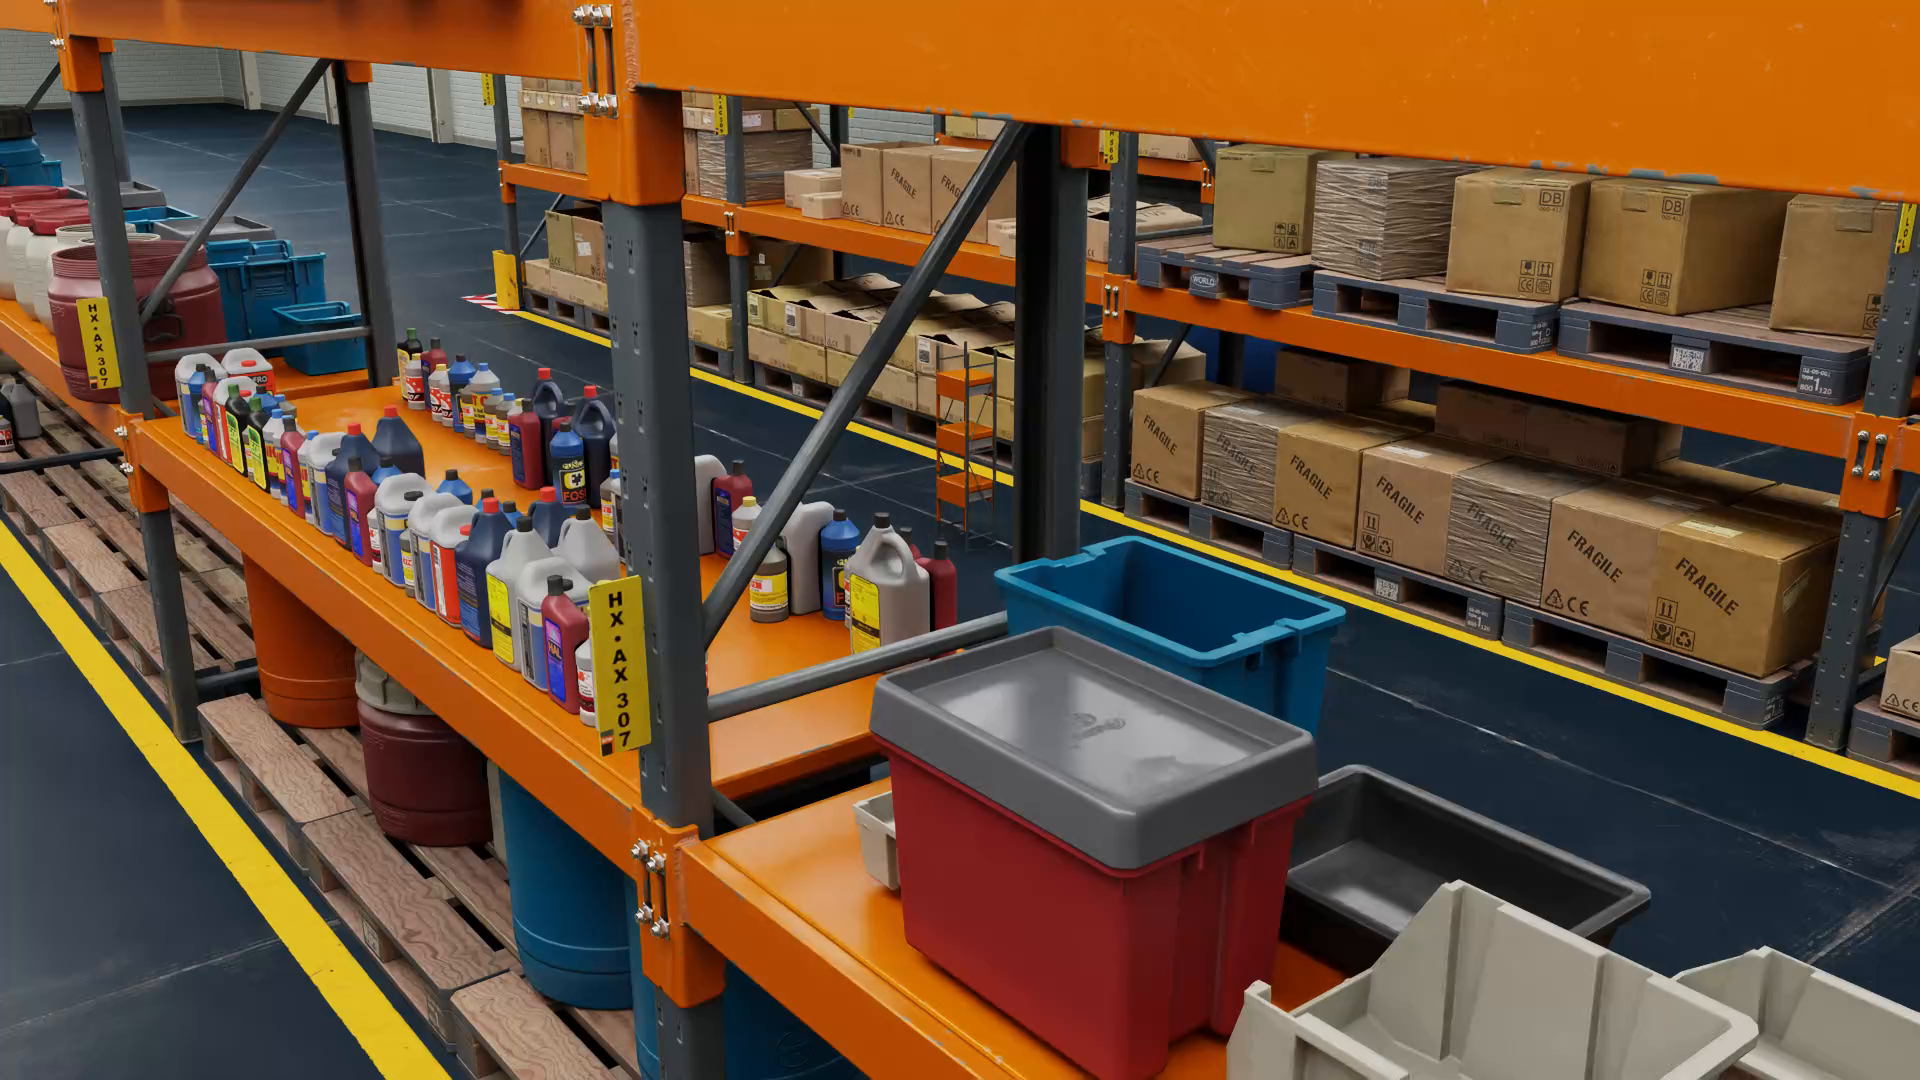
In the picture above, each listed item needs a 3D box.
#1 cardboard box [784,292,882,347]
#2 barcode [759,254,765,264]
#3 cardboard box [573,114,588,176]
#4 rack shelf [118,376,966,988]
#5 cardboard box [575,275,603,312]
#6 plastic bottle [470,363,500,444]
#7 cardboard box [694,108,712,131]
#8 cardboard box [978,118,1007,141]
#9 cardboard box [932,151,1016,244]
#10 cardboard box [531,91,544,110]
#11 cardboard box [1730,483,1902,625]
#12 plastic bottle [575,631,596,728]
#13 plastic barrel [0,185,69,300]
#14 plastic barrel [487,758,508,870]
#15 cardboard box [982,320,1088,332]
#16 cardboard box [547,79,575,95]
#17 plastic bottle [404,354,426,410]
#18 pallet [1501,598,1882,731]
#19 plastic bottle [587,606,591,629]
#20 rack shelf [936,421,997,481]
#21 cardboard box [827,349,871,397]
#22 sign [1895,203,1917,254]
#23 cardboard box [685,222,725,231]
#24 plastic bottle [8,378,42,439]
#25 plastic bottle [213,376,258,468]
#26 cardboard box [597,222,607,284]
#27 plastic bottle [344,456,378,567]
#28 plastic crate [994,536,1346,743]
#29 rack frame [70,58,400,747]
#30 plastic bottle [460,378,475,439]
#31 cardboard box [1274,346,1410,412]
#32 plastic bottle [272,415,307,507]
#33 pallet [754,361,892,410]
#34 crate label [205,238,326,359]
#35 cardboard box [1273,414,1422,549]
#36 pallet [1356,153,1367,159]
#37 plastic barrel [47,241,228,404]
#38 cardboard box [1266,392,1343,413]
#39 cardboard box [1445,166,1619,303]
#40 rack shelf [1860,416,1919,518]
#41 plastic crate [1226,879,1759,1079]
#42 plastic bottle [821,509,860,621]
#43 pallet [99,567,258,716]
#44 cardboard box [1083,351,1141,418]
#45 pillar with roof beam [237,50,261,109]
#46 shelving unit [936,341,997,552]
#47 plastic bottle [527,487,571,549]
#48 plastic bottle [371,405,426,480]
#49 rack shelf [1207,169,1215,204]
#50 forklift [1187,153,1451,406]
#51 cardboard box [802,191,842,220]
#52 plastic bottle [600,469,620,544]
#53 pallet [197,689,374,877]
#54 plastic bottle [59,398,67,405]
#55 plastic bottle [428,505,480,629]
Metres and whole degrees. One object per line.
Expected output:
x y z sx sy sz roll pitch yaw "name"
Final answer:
-0.887 -1.572 11.652 0.500 0.311 0.500 -14 23 -37 "cardboard box"
-1.423 -2.020 11.941 0.001 0.075 0.075 -14 23 -36 "barcode"
-2.825 -3.350 14.049 0.700 0.500 0.500 -14 23 -36 "cardboard box"
-1.415 0.099 4.935 1.077 0.370 4.000 -14 23 -36 "rack shelf"
-2.957 -2.145 14.274 0.500 0.250 0.500 -14 23 -36 "cardboard box"
-1.629 -0.473 5.723 0.097 0.271 0.097 0 18 0 "plastic bottle"
-1.744 -3.128 12.347 0.380 0.149 0.250 -15 23 -37 "cardboard box"
0.530 -4.271 17.195 0.500 0.250 0.500 -15 23 -38 "cardboard box"
0.174 -2.158 10.450 0.500 0.500 0.500 -16 24 -39 "cardboard box"
-3.498 -3.824 14.449 0.380 0.149 0.250 -15 23 -37 "cardboard box"
3.603 0.096 7.078 0.500 0.500 0.500 -15 24 -39 "cardboard box"
-0.765 0.288 3.538 0.097 0.201 0.097 0 18 0 "plastic bottle"
-4.718 -1.507 8.424 0.433 0.535 0.433 0 18 0 "plastic barrel"
-1.218 0.764 5.073 0.421 0.512 0.421 0 18 0 "plastic barrel"
0.486 -1.301 10.835 0.500 0.311 0.500 -15 23 -38 "cardboard box"
-3.095 -4.076 14.178 0.700 0.500 0.500 -15 23 -38 "cardboard box"
-2.014 -0.592 6.195 0.097 0.201 0.097 0 18 0 "plastic bottle"
3.177 0.416 7.272 1.003 0.211 1.213 -14 23 -36 "pallet"
-0.800 0.243 3.673 0.097 0.201 0.097 0 18 0 "plastic bottle"
0.033 -0.475 8.661 0.215 0.259 0.240 -14 23 -36 "rack shelf"
-0.559 -1.179 11.359 0.500 0.250 0.500 -15 23 -38 "cardboard box"
3.279 -1.156 5.738 0.100 0.325 0.005 -14 23 -36 "sign"
-1.919 -2.358 13.726 0.500 0.500 0.500 -14 23 -36 "cardboard box"
-5.653 -0.802 10.028 0.144 0.351 0.185 -14 23 -36 "plastic bottle"
-2.354 -0.392 5.473 0.152 0.276 0.135 -14 23 -36 "plastic bottle"
-2.651 -2.376 13.780 0.500 0.500 0.500 -14 23 -36 "cardboard box"
-1.618 -0.081 4.520 0.061 0.283 0.133 -14 23 -36 "plastic bottle"
0.384 0.278 3.180 0.392 0.384 0.575 -14 23 -36 "plastic crate"
-2.657 -0.735 6.310 1.000 3.000 0.127 -14 23 -36 "rack frame"
-1.689 -0.463 5.806 0.097 0.201 0.097 0 18 0 "plastic bottle"
2.031 -0.881 8.836 0.500 0.250 0.500 -13 22 -34 "cardboard box"
-2.017 -0.242 5.028 0.097 0.271 0.097 0 18 0 "plastic bottle"
-0.767 -1.189 12.117 1.003 0.211 1.213 -14 23 -36 "pallet"
-3.062 -1.049 7.203 0.502 0.435 0.616 -14 23 -36 "crate label"
1.924 -0.303 8.281 0.500 0.500 0.500 -14 23 -37 "cardboard box"
3.848 -3.057 13.629 1.003 0.211 1.213 -14 23 -36 "pallet"
-3.182 -0.855 6.455 0.600 0.536 0.708 -14 23 -36 "plastic barrel"
1.993 -0.538 8.993 0.500 0.500 0.500 -13 22 -34 "cardboard box"
2.567 -1.385 7.447 0.500 0.500 0.700 13 23 35 "cardboard box"
4.954 0.119 4.875 1.077 0.370 4.000 -14 23 -36 "rack shelf"
0.631 0.691 2.098 0.437 0.282 0.530 -14 23 -36 "plastic crate"
-0.296 0.056 4.125 0.097 0.271 0.097 0 18 0 "plastic bottle"
-3.107 0.390 7.348 1.003 0.211 1.213 -14 23 -36 "pallet"
0.710 -0.942 9.750 0.500 0.311 0.500 -13 22 -35 "cardboard box"
-20.746 -14.036 36.936 9.100 9.000 0.400 -14 23 -36 "pillar with roof beam"
0.033 -0.485 8.658 0.215 1.050 0.252 -14 23 -36 "shelving unit"
-1.002 0.038 4.055 0.144 0.351 0.185 -14 23 -36 "plastic bottle"
-1.649 -0.223 4.842 0.144 0.351 0.185 -14 23 -36 "plastic bottle"
3.868 -2.820 13.751 1.077 0.370 4.000 -14 23 -36 "rack shelf"
2.846 -1.967 10.139 1.130 2.935 3.031 -15 23 -38 "forklift"
-0.865 -2.309 11.463 0.380 0.149 0.250 -14 23 -36 "cardboard box"
-0.967 -0.100 4.708 0.097 0.201 0.097 0 18 0 "plastic bottle"
-2.135 0.775 6.186 1.003 0.211 1.213 -14 23 -36 "pallet"
-5.798 -1.032 10.842 0.152 0.276 0.135 -14 23 -36 "plastic bottle"
-1.211 0.061 4.103 0.152 0.276 0.135 -14 23 -36 "plastic bottle"
